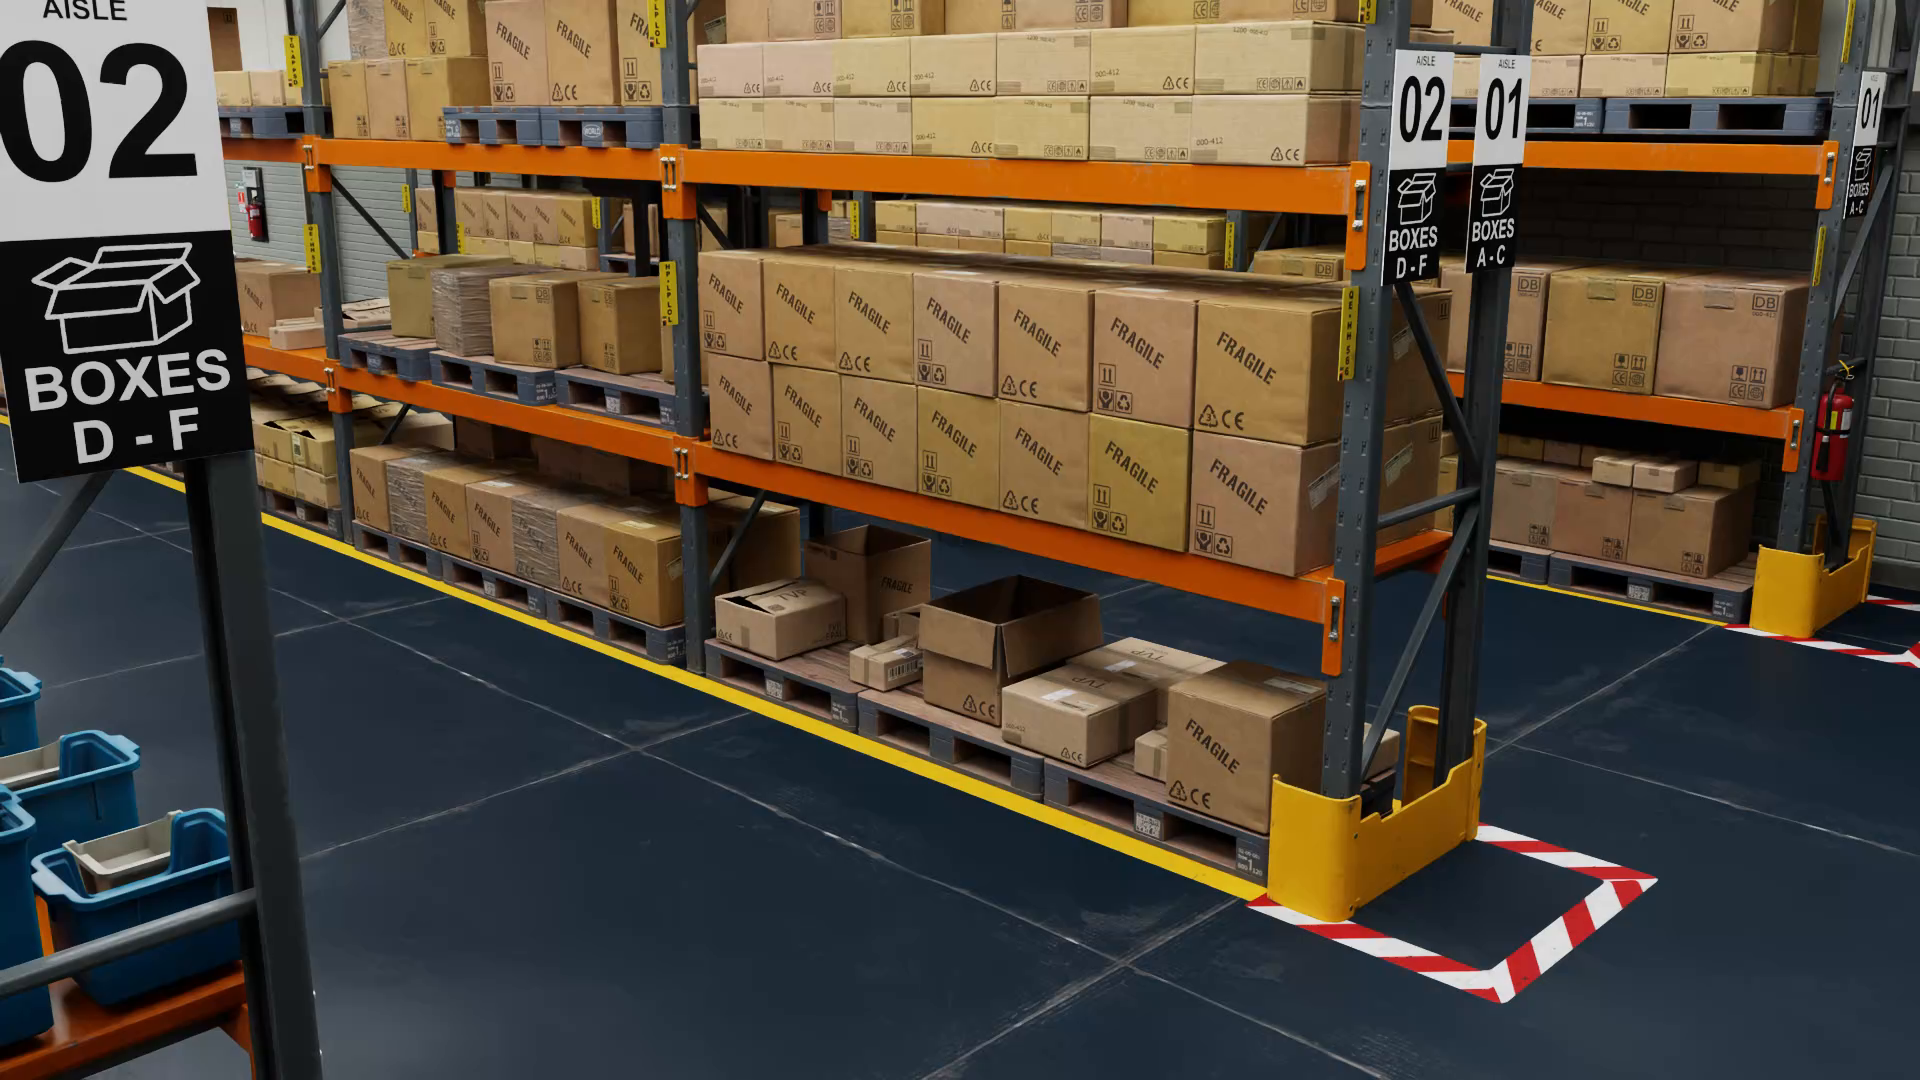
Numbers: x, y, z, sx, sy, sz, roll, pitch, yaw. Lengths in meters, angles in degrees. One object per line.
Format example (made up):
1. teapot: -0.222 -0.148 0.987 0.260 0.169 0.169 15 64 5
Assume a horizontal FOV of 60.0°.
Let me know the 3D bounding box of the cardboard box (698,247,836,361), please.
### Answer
1. cardboard box: -0.971 -1.208 8.436 0.500 0.500 0.500 -14 20 -43

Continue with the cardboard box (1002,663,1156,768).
1. cardboard box: 0.539 0.787 7.545 0.500 0.250 0.500 14 20 42

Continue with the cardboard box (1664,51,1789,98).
1. cardboard box: 4.489 -2.719 9.736 0.500 0.250 0.500 -14 20 -42

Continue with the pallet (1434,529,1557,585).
1. pallet: 3.696 0.001 11.508 1.213 0.211 1.003 14 20 42

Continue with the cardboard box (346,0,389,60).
1. cardboard box: -3.685 -3.415 10.960 0.500 0.500 0.500 14 20 42

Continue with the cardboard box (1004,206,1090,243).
1. cardboard box: 0.711 -2.578 13.564 0.500 0.250 0.500 13 20 41

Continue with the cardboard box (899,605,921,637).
1. cardboard box: 0.032 0.459 8.682 0.500 0.311 0.500 14 20 42

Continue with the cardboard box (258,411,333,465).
1. cardboard box: -4.921 -0.790 12.522 0.500 0.311 0.500 13 20 41

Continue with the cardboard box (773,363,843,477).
1. cardboard box: -0.566 -0.630 8.201 0.500 0.500 0.500 14 20 43

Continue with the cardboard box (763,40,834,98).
1. cardboard box: -0.576 -2.212 7.831 0.500 0.250 0.500 14 20 42

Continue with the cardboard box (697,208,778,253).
1. cardboard box: -2.202 -3.066 16.680 0.700 0.500 0.500 -11 18 -37

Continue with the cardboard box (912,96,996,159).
1. cardboard box: 0.142 -1.795 7.220 0.500 0.250 0.500 14 20 42

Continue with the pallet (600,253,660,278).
1. pallet: -2.989 -2.856 17.324 1.213 0.211 1.003 14 20 42

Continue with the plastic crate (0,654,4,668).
1. plastic crate: -2.789 0.456 4.448 0.300 0.233 0.416 14 20 42

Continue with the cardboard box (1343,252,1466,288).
1. cardboard box: 3.222 -1.627 11.633 0.700 0.700 0.980 13 19 41

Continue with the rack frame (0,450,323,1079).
1. rack frame: -1.676 0.790 2.953 0.127 3.000 1.000 14 20 42

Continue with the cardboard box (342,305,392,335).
1. cardboard box: -4.226 -1.537 12.060 0.500 0.311 0.500 -13 19 -41

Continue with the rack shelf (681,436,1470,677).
1. rack shelf: 0.325 -0.111 7.835 4.000 0.370 1.077 14 20 42

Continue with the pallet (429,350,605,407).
1. pallet: -2.591 -1.077 10.496 1.213 0.211 1.003 14 20 42

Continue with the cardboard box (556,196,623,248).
1. cardboard box: -3.993 -3.435 17.938 0.500 0.500 0.500 14 20 42

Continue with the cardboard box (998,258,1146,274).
1. cardboard box: 0.524 -1.034 7.770 0.500 0.500 0.500 13 20 42

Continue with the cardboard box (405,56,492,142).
1. cardboard box: -2.915 -2.758 10.422 0.500 0.500 0.910 14 20 42

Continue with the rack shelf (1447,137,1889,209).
1. rack shelf: 3.761 -2.462 10.910 4.000 0.370 1.077 14 20 42

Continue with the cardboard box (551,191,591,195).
1. cardboard box: -4.356 -3.708 18.986 0.500 0.500 0.500 -14 20 -43

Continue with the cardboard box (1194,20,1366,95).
1. cardboard box: 1.218 -1.773 6.146 0.500 0.250 0.500 14 20 42

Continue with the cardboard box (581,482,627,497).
1. cardboard box: -2.040 -0.121 10.533 0.500 0.500 0.500 14 20 43

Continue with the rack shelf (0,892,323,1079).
1. rack shelf: -3.116 0.788 4.387 4.000 0.370 1.077 14 20 42

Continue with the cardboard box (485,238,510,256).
1. cardboard box: -5.078 -3.336 19.042 0.500 0.250 0.500 14 20 43

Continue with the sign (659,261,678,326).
1. sign: -1.497 -1.268 8.553 0.005 0.325 0.100 14 20 42

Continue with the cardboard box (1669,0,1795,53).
1. cardboard box: 4.484 -3.081 9.636 0.500 0.500 0.500 14 20 42

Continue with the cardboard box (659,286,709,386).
1. cardboard box: -1.301 -1.184 9.496 0.500 0.500 0.700 7 16 24

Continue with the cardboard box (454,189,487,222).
1. cardboard box: -5.834 -3.882 19.654 0.500 0.500 0.500 14 20 42

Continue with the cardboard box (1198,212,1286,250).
1. cardboard box: 2.171 -2.401 12.884 0.500 0.250 0.500 -14 20 -42

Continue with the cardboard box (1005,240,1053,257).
1. cardboard box: 0.721 -2.209 13.634 0.500 0.500 0.500 -14 20 -43

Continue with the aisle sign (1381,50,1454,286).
1. aisle sign: 1.601 -1.299 5.814 0.004 0.787 0.394 14 20 42

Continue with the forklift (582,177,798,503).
1. forklift: -2.321 -1.941 13.569 3.031 2.935 1.130 13 19 40

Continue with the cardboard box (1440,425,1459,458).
1. cardboard box: 3.284 -0.682 11.440 0.250 0.149 0.380 13 19 41

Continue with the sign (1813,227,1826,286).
1. sign: 4.814 -1.588 9.310 0.005 0.325 0.100 14 20 42

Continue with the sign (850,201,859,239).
1. sign: -0.928 -2.831 14.707 0.005 0.325 0.100 14 20 42

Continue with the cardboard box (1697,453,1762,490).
1. cardboard box: 4.856 -0.435 10.491 0.250 0.149 0.380 14 20 43

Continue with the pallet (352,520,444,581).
1. pallet: -3.483 -0.022 11.598 1.213 0.211 1.003 14 20 42

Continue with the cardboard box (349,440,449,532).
1. cardboard box: -3.865 -0.381 11.529 0.500 0.500 0.500 -13 20 -42

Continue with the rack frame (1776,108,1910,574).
1. rack frame: 5.200 -1.009 9.854 0.127 3.000 1.000 14 20 42

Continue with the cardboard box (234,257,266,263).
1. cardboard box: -5.953 -2.028 13.567 0.500 0.500 0.500 -13 19 -40

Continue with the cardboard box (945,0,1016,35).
1. cardboard box: 0.353 -2.455 7.275 0.500 0.500 0.700 14 20 42

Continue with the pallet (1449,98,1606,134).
1. pallet: 3.777 -2.759 10.798 1.213 0.211 1.003 14 20 42

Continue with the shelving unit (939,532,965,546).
1. shelving unit: 0.006 -0.434 11.813 0.210 0.900 0.258 14 20 42

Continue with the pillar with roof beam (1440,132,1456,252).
1. pillar with roof beam: 0.437 -3.865 8.918 0.400 9.000 9.100 14 20 42

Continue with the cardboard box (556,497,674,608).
1. cardboard box: -2.019 0.065 9.817 0.500 0.500 0.500 14 20 42

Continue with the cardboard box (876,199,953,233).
1. cardboard box: -0.390 -2.842 14.577 0.500 0.250 0.500 -14 20 -43

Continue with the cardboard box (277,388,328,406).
1. cardboard box: -5.287 -1.068 13.590 0.500 0.311 0.500 13 20 42

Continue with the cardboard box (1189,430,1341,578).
1. cardboard box: 1.253 -0.186 6.500 0.500 0.500 0.500 -14 20 -42

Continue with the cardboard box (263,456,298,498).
1. cardboard box: -4.916 -0.519 12.595 0.500 0.250 0.500 13 20 42

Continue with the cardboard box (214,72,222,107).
1. cardboard box: -5.540 -3.445 12.722 0.500 0.250 0.500 12 19 38

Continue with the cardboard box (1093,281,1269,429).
1. cardboard box: 0.889 -0.757 6.708 0.500 0.500 0.500 -14 20 -43

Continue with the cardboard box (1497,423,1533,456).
1. cardboard box: 3.760 -0.701 11.511 0.250 0.149 0.380 13 20 41

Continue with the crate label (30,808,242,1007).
1. crate label: -1.625 0.739 3.362 0.303 0.233 0.416 14 20 42

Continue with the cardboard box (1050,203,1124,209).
1. cardboard box: 1.052 -2.671 13.918 0.500 0.250 0.500 13 19 41

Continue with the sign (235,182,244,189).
1. sign: -11.614 -5.720 26.813 0.331 0.109 0.001 14 20 42
